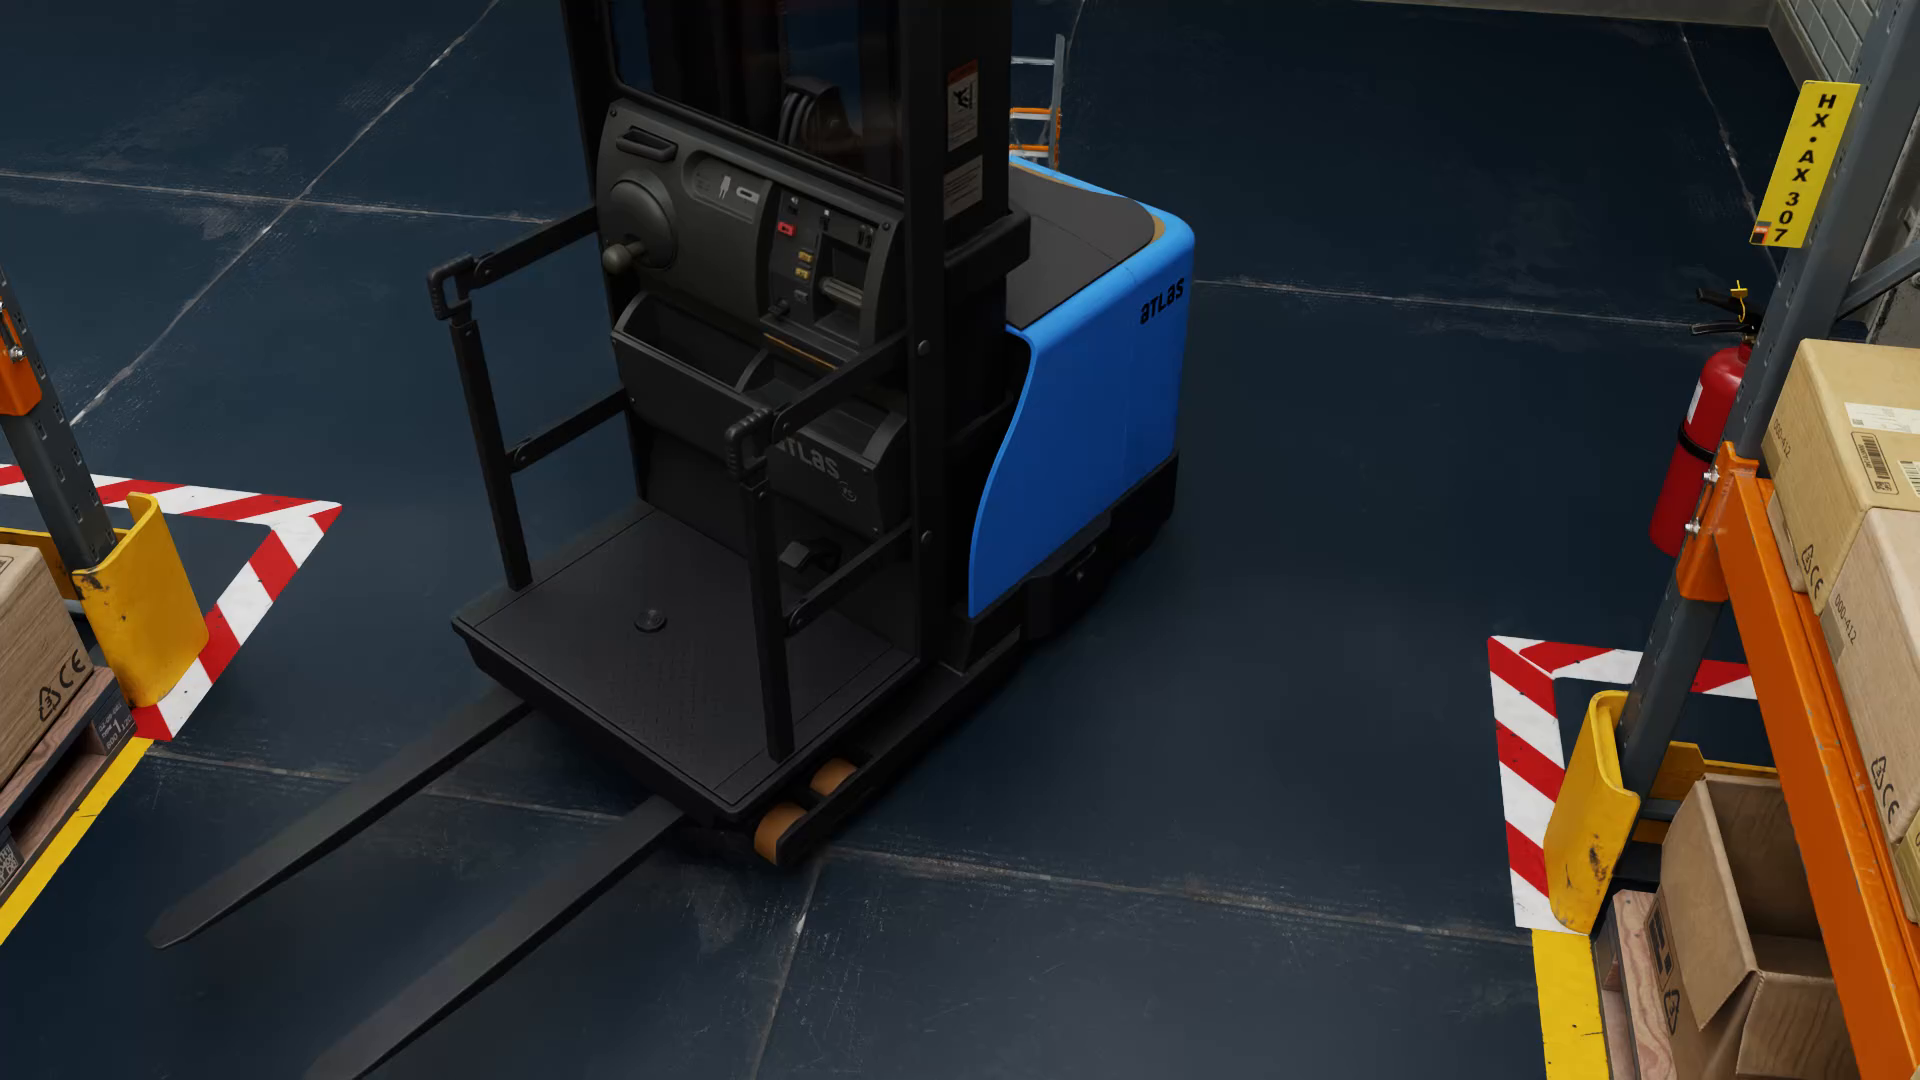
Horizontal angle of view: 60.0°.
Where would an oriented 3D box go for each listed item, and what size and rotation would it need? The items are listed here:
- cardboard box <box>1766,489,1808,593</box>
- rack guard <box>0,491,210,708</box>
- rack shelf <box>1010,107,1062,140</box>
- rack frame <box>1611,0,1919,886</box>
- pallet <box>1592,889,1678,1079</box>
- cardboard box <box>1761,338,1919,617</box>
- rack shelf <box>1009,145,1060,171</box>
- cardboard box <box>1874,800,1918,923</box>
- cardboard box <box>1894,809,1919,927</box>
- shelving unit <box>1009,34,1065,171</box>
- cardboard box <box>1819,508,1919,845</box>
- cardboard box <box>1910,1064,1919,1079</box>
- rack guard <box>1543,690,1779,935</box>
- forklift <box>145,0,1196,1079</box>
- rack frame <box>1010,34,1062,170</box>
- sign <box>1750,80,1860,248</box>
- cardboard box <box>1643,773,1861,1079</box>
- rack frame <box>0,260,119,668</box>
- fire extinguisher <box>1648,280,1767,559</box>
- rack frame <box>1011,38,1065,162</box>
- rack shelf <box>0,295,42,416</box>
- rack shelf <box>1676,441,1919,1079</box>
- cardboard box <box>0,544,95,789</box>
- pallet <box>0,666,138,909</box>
[{"bbox_3d":[1.753,-0.016,3.113,0.380,0.149,0.250,6,40,7],"label":"cardboard box"},{"bbox_3d":[-2.805,0.114,4.719,1.175,0.500,0.348,6,40,8],"label":"rack guard"},{"bbox_3d":[0.210,-1.406,5.596,0.258,0.103,0.180,4,13,5],"label":"rack shelf"},{"bbox_3d":[2.080,-0.289,3.246,1.000,3.000,0.127,6,40,8],"label":"rack frame"},{"bbox_3d":[1.930,1.334,3.471,1.003,0.211,1.213,6,40,8],"label":"pallet"},{"bbox_3d":[1.736,-0.091,2.890,0.500,0.250,0.500,7,40,8],"label":"cardboard box"},{"bbox_3d":[0.203,-1.289,5.623,0.258,0.103,0.180,4,13,5],"label":"rack shelf"},{"bbox_3d":[1.639,0.469,2.526,0.380,0.149,0.250,8,40,9],"label":"cardboard box"},{"bbox_3d":[1.564,0.544,2.122,0.500,0.250,0.500,6,40,7],"label":"cardboard box"},{"bbox_3d":[0.193,-1.099,5.667,0.258,1.200,0.189,4,13,5],"label":"shelving unit"},{"bbox_3d":[1.649,0.226,2.507,0.500,0.250,0.500,7,40,8],"label":"cardboard box"},{"bbox_3d":[1.481,0.787,2.141,0.380,0.149,0.250,5,40,6],"label":"cardboard box"},{"bbox_3d":[2.067,0.722,3.984,1.175,0.500,0.348,6,40,8],"label":"rack guard"},{"bbox_3d":[-0.648,-0.660,3.748,1.130,2.935,3.031,28,47,29],"label":"forklift"},{"bbox_3d":[0.183,-1.079,5.579,0.240,1.200,0.006,4,13,5],"label":"rack frame"},{"bbox_3d":[1.545,-0.682,3.042,0.100,0.325,0.005,6,40,8],"label":"sign"},{"bbox_3d":[1.881,0.885,3.456,0.797,0.503,0.637,5,40,6],"label":"cardboard box"},{"bbox_3d":[-2.810,-0.834,3.905,1.000,3.000,0.127,6,40,8],"label":"rack frame"},{"bbox_3d":[1.650,-0.259,3.562,0.296,0.674,0.183,6,40,8],"label":"fire extinguisher"},{"bbox_3d":[0.202,-1.119,5.756,0.240,1.200,0.006,4,13,5],"label":"rack frame"},{"bbox_3d":[-3.156,0.698,2.616,1.077,0.370,4.000,6,40,8],"label":"rack shelf"},{"bbox_3d":[1.734,1.243,1.957,1.077,0.370,4.000,6,40,8],"label":"rack shelf"},{"bbox_3d":[-2.825,0.417,4.073,0.875,0.438,0.875,5,40,6],"label":"cardboard box"},{"bbox_3d":[-2.871,0.751,4.176,1.003,0.211,1.213,6,40,8],"label":"pallet"}]
